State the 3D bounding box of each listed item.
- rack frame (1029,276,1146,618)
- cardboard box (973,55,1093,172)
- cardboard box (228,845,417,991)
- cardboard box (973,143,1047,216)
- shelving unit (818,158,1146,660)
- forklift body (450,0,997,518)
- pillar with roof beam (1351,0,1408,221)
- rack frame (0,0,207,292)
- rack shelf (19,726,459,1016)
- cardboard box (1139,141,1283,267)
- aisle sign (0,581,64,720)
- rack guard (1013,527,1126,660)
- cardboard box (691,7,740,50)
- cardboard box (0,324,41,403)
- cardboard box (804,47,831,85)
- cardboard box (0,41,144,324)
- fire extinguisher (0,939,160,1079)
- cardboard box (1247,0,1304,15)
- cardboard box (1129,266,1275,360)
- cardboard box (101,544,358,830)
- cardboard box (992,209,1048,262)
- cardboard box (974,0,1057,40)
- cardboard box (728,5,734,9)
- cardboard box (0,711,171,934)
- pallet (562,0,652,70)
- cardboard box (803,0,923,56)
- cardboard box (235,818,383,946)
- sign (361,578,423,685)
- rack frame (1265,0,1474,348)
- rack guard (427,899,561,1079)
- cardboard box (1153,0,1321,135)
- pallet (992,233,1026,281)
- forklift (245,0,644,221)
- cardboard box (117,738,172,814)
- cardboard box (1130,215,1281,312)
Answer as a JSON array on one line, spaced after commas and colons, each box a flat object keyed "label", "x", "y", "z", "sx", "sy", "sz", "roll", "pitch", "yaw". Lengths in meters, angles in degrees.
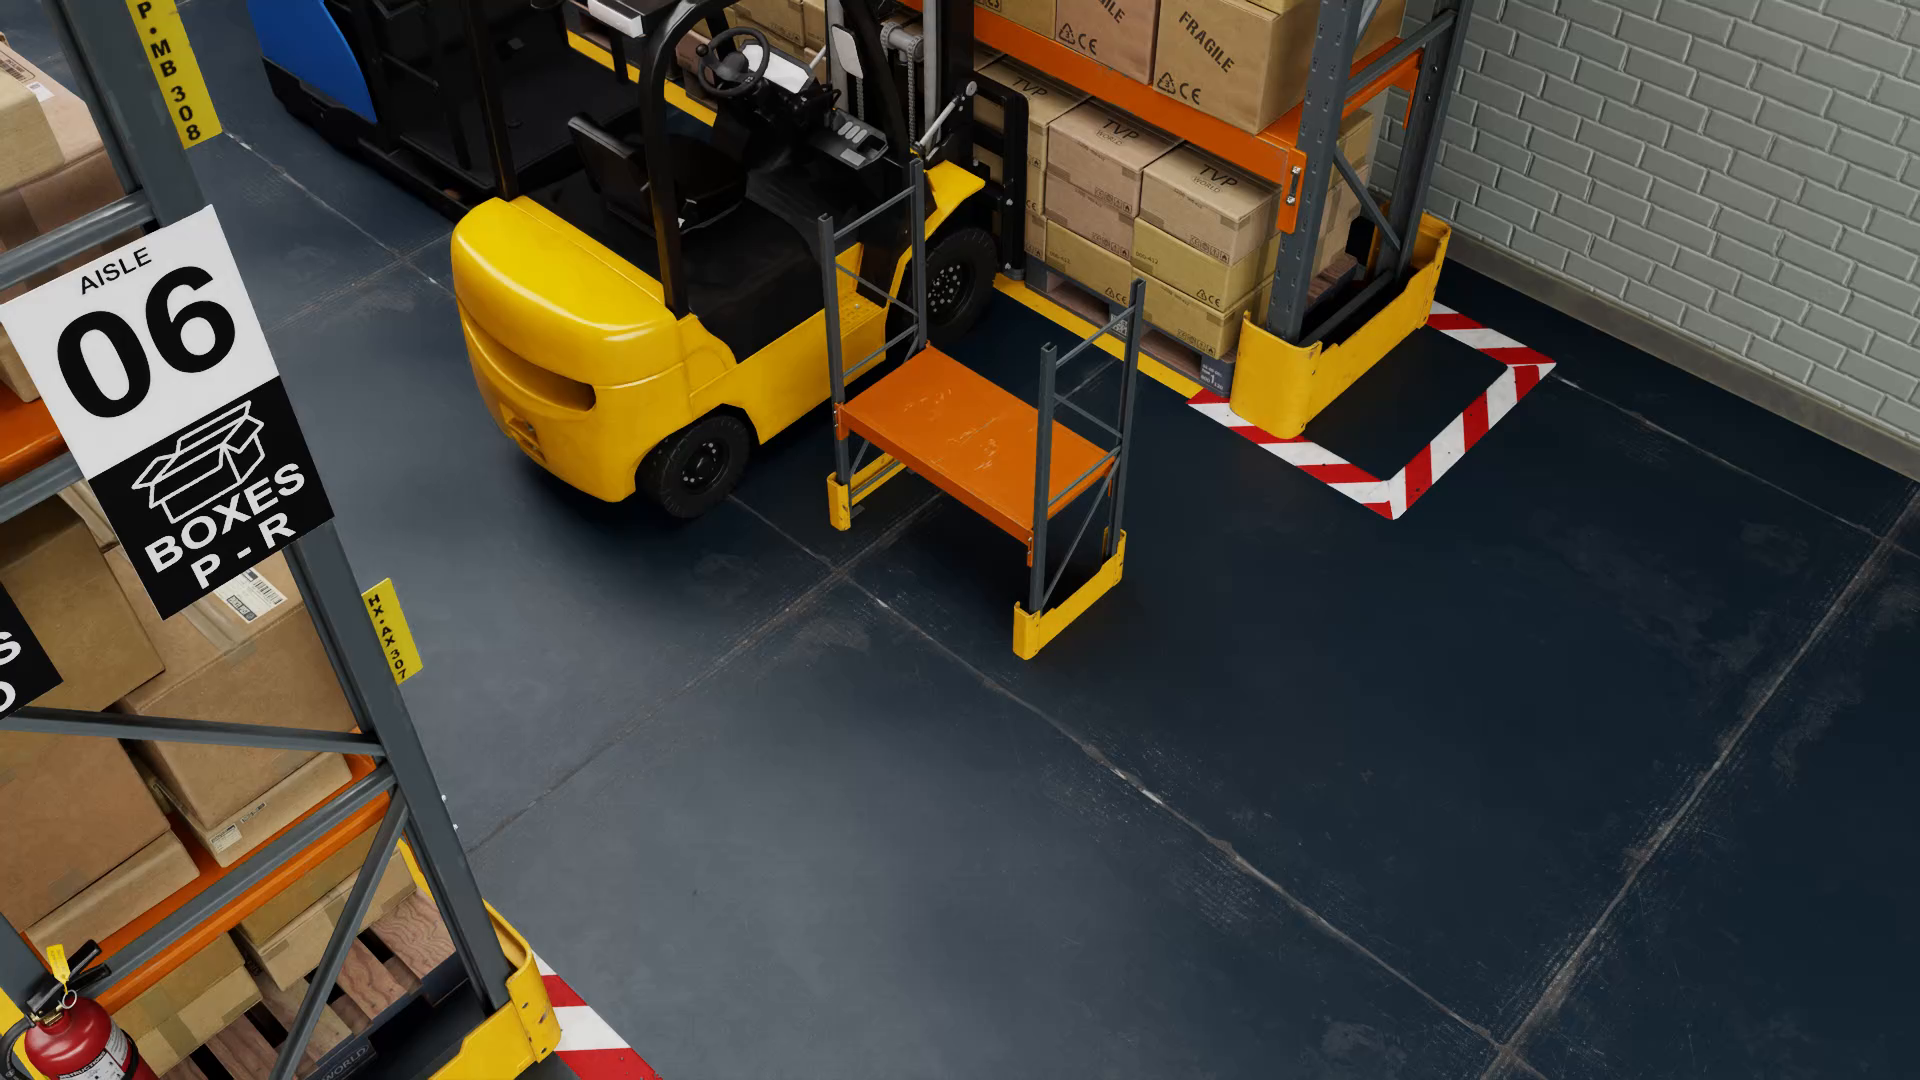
[{"label": "rack frame", "x": 0.436, "y": -0.220, "z": 5.928, "sx": 0.032, "sy": 1.500, "sz": 0.500, "roll": 34, "pitch": 55, "yaw": 28}, {"label": "cardboard box", "x": 0.353, "y": -1.949, "z": 7.435, "sx": 0.500, "sy": 0.250, "sz": 0.500, "roll": 35, "pitch": 56, "yaw": 28}, {"label": "cardboard box", "x": -2.110, "y": 1.061, "z": 5.294, "sx": 0.500, "sy": 0.250, "sz": 0.500, "roll": 33, "pitch": 55, "yaw": 27}, {"label": "cardboard box", "x": 0.335, "y": -1.795, "z": 7.633, "sx": 0.500, "sy": 0.250, "sz": 0.500, "roll": 33, "pitch": 55, "yaw": 27}, {"label": "shelving unit", "x": 0.056, "y": -0.476, "z": 6.168, "sx": 1.083, "sy": 1.500, "sz": 0.587, "roll": 34, "pitch": 55, "yaw": 28}, {"label": "forklift body", "x": -0.971, "y": -1.520, "z": 6.702, "sx": 1.214, "sy": 2.155, "sz": 2.313, "roll": 34, "pitch": 55, "yaw": 28}, {"label": "pillar with roof beam", "x": -1.161, "y": -2.424, "z": 2.854, "sx": 0.400, "sy": 9.000, "sz": 9.100, "roll": 34, "pitch": 55, "yaw": 28}, {"label": "rack frame", "x": -1.704, "y": -1.243, "z": 1.744, "sx": 0.127, "sy": 3.000, "sz": 1.000, "roll": 34, "pitch": 55, "yaw": 28}, {"label": "rack shelf", "x": -3.174, "y": 0.068, "z": 5.122, "sx": 4.000, "sy": 0.370, "sz": 1.077, "roll": 34, "pitch": 55, "yaw": 28}, {"label": "cardboard box", "x": 1.109, "y": -1.455, "z": 6.971, "sx": 0.500, "sy": 0.250, "sz": 0.500, "roll": 36, "pitch": 56, "yaw": 29}, {"label": "aisle sign", "x": -1.856, "y": 0.107, "z": 2.809, "sx": 0.004, "sy": 0.787, "sz": 0.394, "roll": 34, "pitch": 55, "yaw": 28}, {"label": "rack guard", "x": 0.422, "y": 0.198, "z": 6.392, "sx": 0.087, "sy": 0.250, "sz": 0.587, "roll": 34, "pitch": 55, "yaw": 28}, {"label": "cardboard box", "x": -1.134, "y": -2.797, "z": 8.574, "sx": 0.500, "sy": 0.250, "sz": 0.500, "roll": 34, "pitch": 55, "yaw": 28}, {"label": "cardboard box", "x": -1.728, "y": -0.468, "z": 3.246, "sx": 0.250, "sy": 0.149, "sz": 0.380, "roll": 34, "pitch": 55, "yaw": 28}, {"label": "cardboard box", "x": -0.401, "y": -2.294, "z": 8.102, "sx": 0.500, "sy": 0.250, "sz": 0.500, "roll": 33, "pitch": 55, "yaw": 27}, {"label": "cardboard box", "x": -1.893, "y": -0.658, "z": 3.151, "sx": 0.500, "sy": 0.250, "sz": 0.500, "roll": 33, "pitch": 55, "yaw": 27}, {"label": "fire extinguisher", "x": -1.933, "y": 1.141, "z": 3.674, "sx": 0.183, "sy": 0.674, "sz": 0.296, "roll": 34, "pitch": 55, "yaw": 28}, {"label": "cardboard box", "x": 1.215, "y": -2.128, "z": 6.177, "sx": 0.250, "sy": 0.149, "sz": 0.380, "roll": 35, "pitch": 56, "yaw": 28}, {"label": "cardboard box", "x": 1.100, "y": -1.116, "z": 7.338, "sx": 0.500, "sy": 0.250, "sz": 0.500, "roll": 34, "pitch": 56, "yaw": 28}, {"label": "cardboard box", "x": -1.864, "y": 0.292, "z": 4.146, "sx": 0.500, "sy": 0.500, "sz": 0.500, "roll": 33, "pitch": 55, "yaw": 27}, {"label": "cardboard box", "x": 0.379, "y": -1.619, "z": 7.810, "sx": 0.500, "sy": 0.250, "sz": 0.500, "roll": 35, "pitch": 56, "yaw": 28}, {"label": "cardboard box", "x": 0.368, "y": -2.502, "z": 6.973, "sx": 0.500, "sy": 0.500, "sz": 0.500, "roll": 33, "pitch": 55, "yaw": 27}, {"label": "cardboard box", "x": -1.137, "y": -2.965, "z": 8.389, "sx": 0.500, "sy": 0.250, "sz": 0.500, "roll": 33, "pitch": 55, "yaw": 27}, {"label": "cardboard box", "x": -2.290, "y": 0.554, "z": 3.900, "sx": 0.500, "sy": 0.500, "sz": 0.500, "roll": 33, "pitch": 55, "yaw": 27}, {"label": "pallet", "x": -1.848, "y": -3.217, "z": 9.625, "sx": 1.213, "sy": 0.211, "sz": 1.003, "roll": 34, "pitch": 55, "yaw": 28}, {"label": "cardboard box", "x": -0.395, "y": -2.467, "z": 7.921, "sx": 0.500, "sy": 0.250, "sz": 0.500, "roll": 36, "pitch": 56, "yaw": 29}, {"label": "cardboard box", "x": -2.127, "y": 0.793, "z": 5.031, "sx": 0.500, "sy": 0.500, "sz": 0.500, "roll": 32, "pitch": 55, "yaw": 27}, {"label": "sign", "x": -1.337, "y": 0.224, "z": 3.888, "sx": 0.005, "sy": 0.325, "sz": 0.100, "roll": 34, "pitch": 55, "yaw": 28}, {"label": "rack frame", "x": 1.659, "y": -1.850, "z": 6.430, "sx": 0.127, "sy": 3.000, "sz": 1.000, "roll": 34, "pitch": 55, "yaw": 28}, {"label": "rack guard", "x": -1.760, "y": 1.629, "z": 4.878, "sx": 0.348, "sy": 0.500, "sz": 1.175, "roll": 34, "pitch": 55, "yaw": 28}, {"label": "cardboard box", "x": 1.120, "y": -1.987, "z": 6.489, "sx": 0.500, "sy": 0.500, "sz": 0.500, "roll": 33, "pitch": 55, "yaw": 27}, {"label": "pallet", "x": 0.177, "y": -1.855, "z": 8.346, "sx": 1.213, "sy": 0.211, "sz": 1.003, "roll": 34, "pitch": 55, "yaw": 28}, {"label": "forklift", "x": -2.232, "y": -2.928, "z": 7.488, "sx": 3.031, "sy": 2.935, "sz": 1.130, "roll": 32, "pitch": 55, "yaw": 27}, {"label": "cardboard box", "x": -2.009, "y": 0.501, "z": 4.394, "sx": 0.250, "sy": 0.149, "sz": 0.380, "roll": 35, "pitch": 56, "yaw": 28}, {"label": "cardboard box", "x": 1.090, "y": -1.297, "z": 7.165, "sx": 0.500, "sy": 0.250, "sz": 0.500, "roll": 33, "pitch": 55, "yaw": 27}]
